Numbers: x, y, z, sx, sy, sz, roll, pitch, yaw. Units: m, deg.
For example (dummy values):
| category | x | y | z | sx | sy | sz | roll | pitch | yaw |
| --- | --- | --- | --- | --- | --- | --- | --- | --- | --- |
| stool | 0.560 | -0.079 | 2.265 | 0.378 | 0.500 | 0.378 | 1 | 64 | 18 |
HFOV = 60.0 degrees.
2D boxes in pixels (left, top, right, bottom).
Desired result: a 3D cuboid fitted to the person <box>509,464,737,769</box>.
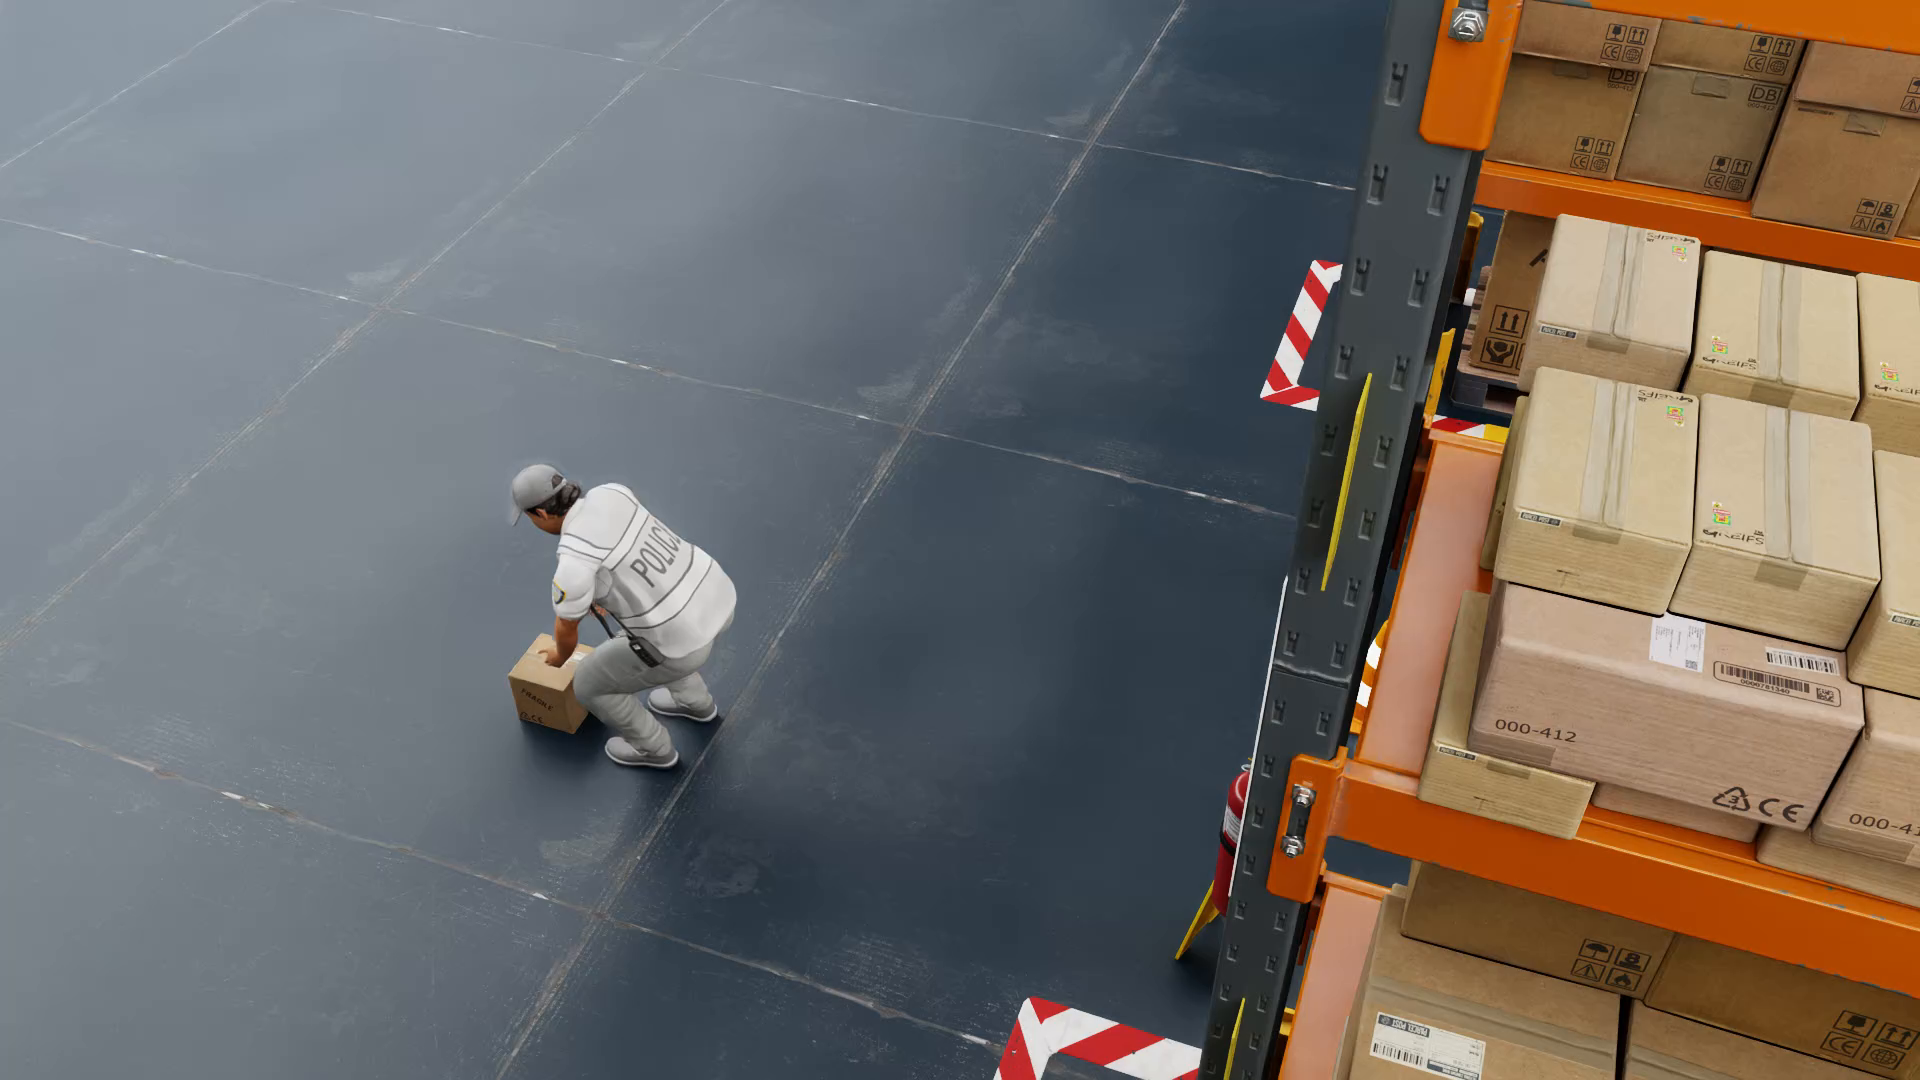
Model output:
| category | x | y | z | sx | sy | sz | roll | pitch | yaw |
| --- | --- | --- | --- | --- | --- | --- | --- | --- | --- |
| person | -1.220 | 0.295 | 6.112 | 0.773 | 1.294 | 0.537 | 14 | 44 | 15 |
